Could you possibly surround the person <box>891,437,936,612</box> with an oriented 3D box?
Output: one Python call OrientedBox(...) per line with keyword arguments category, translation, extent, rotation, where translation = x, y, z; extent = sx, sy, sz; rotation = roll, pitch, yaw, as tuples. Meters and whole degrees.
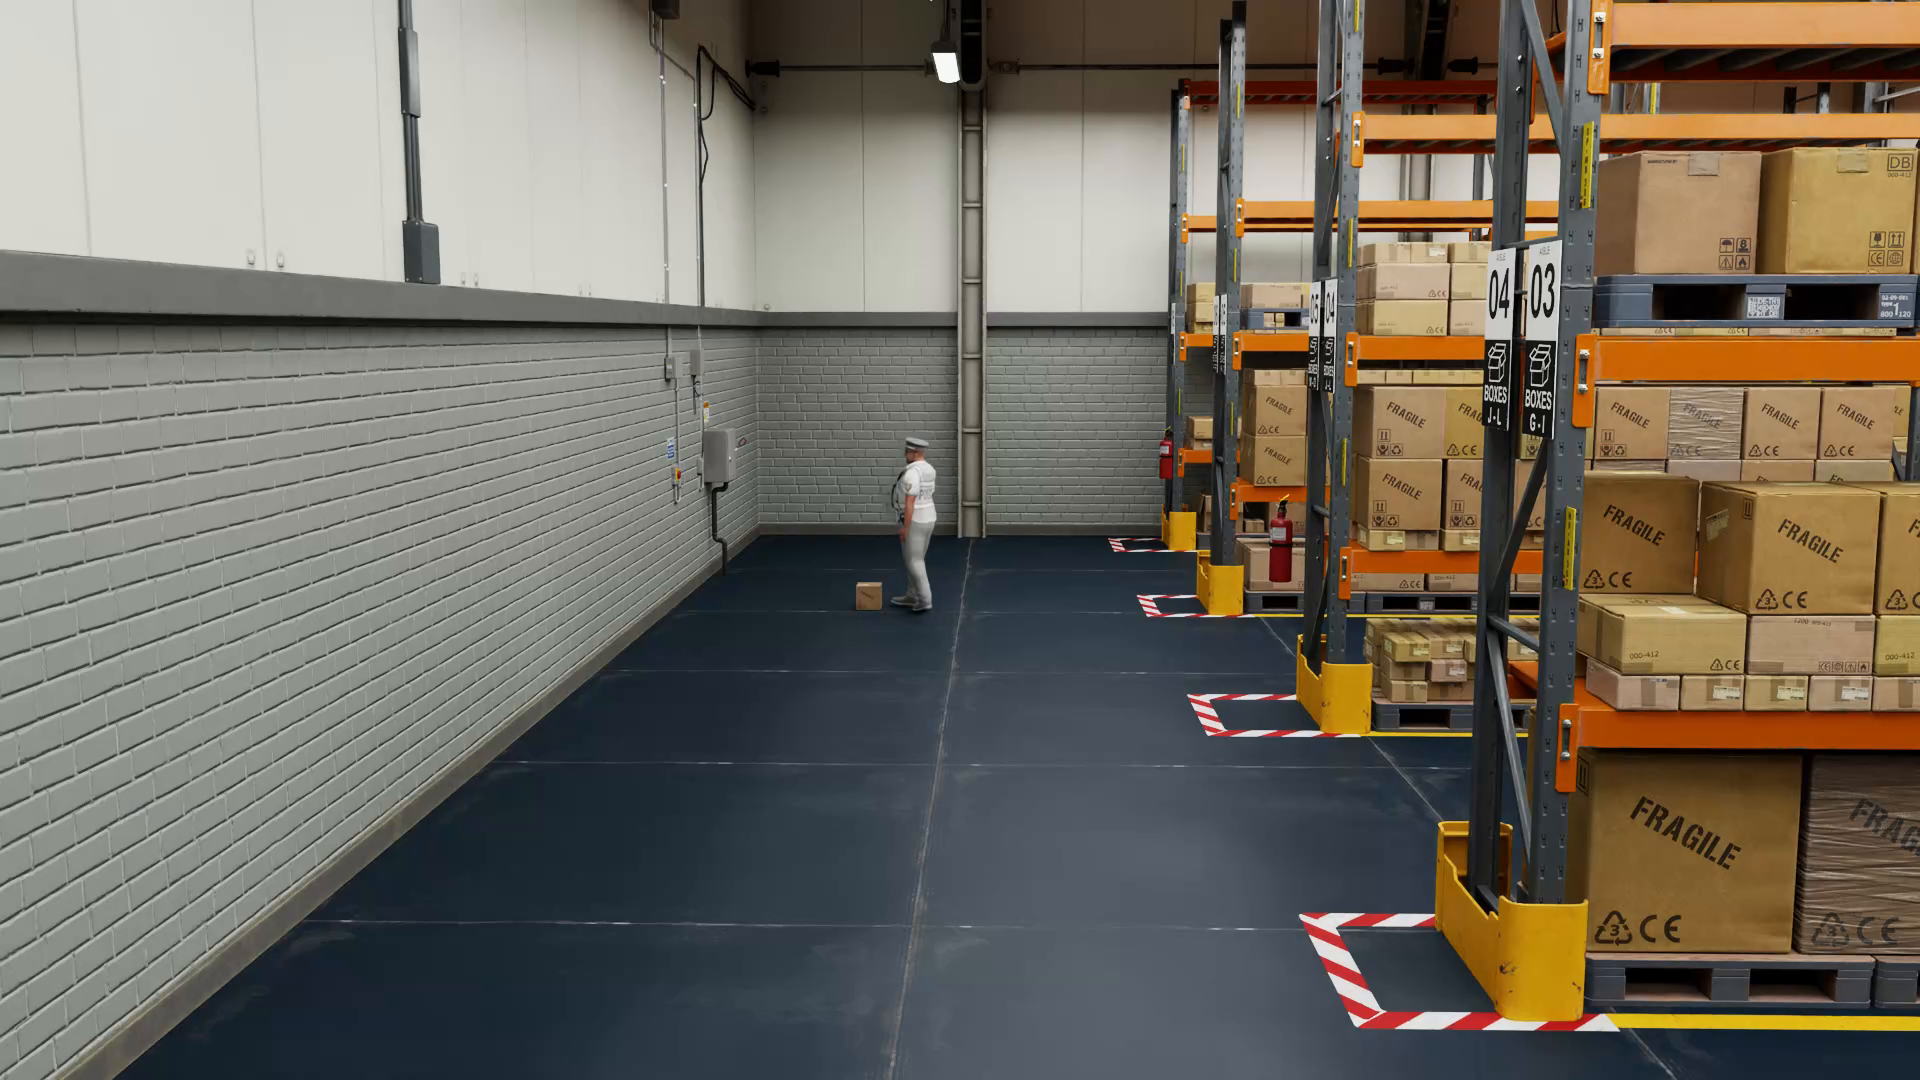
OrientedBox(category="person", translation=(-0.496, -0.167, 17.004), extent=(0.581, 1.779, 0.541), rotation=(3, 8, 23))
